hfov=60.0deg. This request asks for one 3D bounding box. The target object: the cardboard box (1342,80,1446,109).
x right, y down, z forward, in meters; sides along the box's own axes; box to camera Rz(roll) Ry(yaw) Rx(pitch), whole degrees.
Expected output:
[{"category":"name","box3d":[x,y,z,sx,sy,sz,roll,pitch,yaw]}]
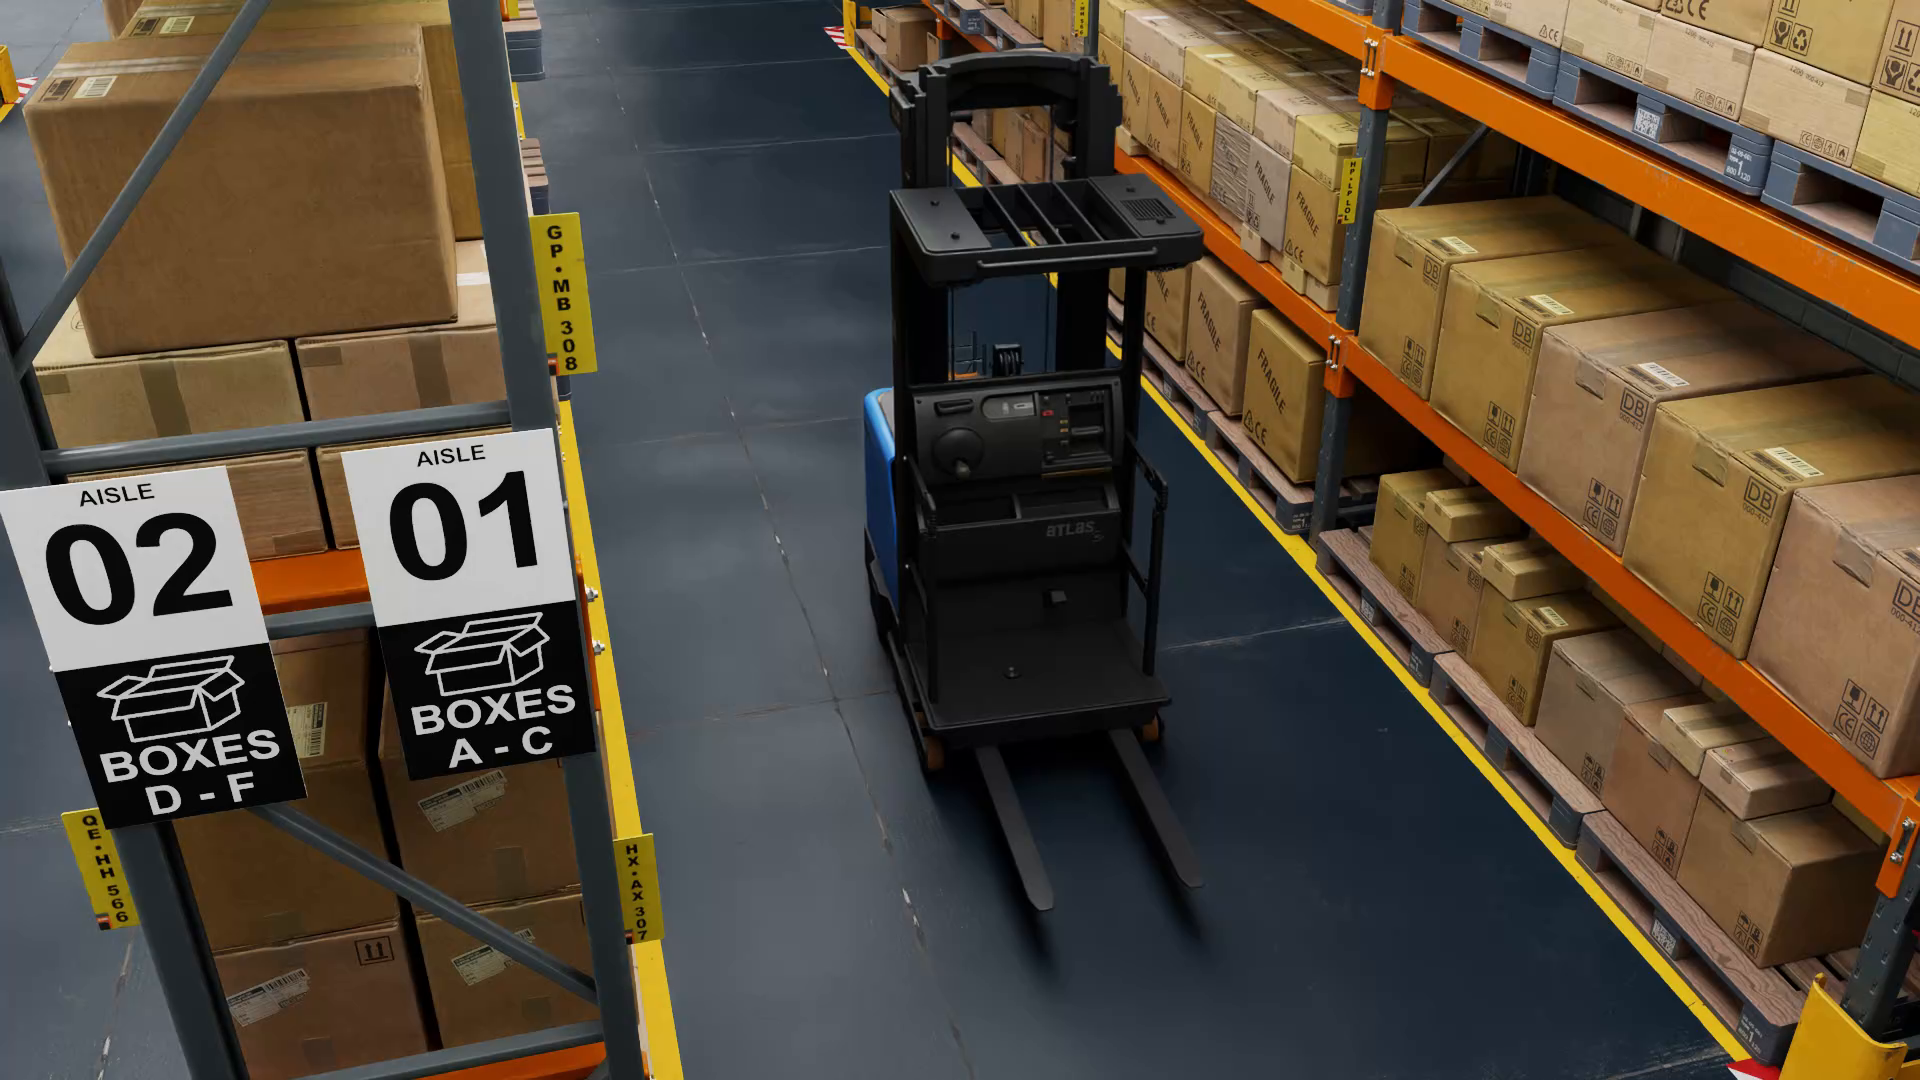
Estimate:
[{"category":"cardboard box","box3d":[2.409,-2.326,9.109,0.500,0.250,0.500,-7,31,-13]}]

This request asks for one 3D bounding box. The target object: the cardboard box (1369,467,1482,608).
[{"category":"cardboard box","box3d":[2.524,-0.037,8.396,0.700,0.500,0.500,-7,31,-13]}]

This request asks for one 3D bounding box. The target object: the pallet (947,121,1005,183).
[{"category":"pallet","box3d":[0.509,-3.594,15.248,1.003,0.211,1.213,-8,31,-13]}]

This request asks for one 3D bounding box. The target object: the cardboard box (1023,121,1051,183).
[{"category":"cardboard box","box3d":[0.938,-3.194,13.830,0.700,0.500,0.500,-8,31,-14]}]

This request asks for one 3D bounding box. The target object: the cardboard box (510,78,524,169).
[{"category":"cardboard box","box3d":[-1.568,-1.177,4.946,0.500,0.250,0.500,-8,31,-13]}]

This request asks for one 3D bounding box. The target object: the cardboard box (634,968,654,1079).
[{"category":"cardboard box","box3d":[-1.292,1.738,5.559,0.500,0.250,0.500,-8,31,-13]}]

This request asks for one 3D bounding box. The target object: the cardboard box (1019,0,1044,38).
[{"category":"cardboard box","box3d":[0.877,-4.302,13.150,0.700,0.500,0.500,-8,31,-13]}]

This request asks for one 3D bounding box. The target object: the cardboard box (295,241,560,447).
[{"category":"cardboard box","box3d":[-1.174,-0.452,3.694,0.500,0.250,0.500,-8,31,-13]}]

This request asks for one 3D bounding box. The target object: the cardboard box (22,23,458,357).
[{"category":"cardboard box","box3d":[-1.441,-0.740,3.442,0.700,0.500,0.500,-8,31,-13]}]

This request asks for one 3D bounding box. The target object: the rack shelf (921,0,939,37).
[{"category":"rack shelf","box3d":[-0.229,-5.831,17.048,1.077,0.370,4.000,-8,31,-13]}]

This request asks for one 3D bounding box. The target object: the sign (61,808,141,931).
[{"category":"sign","box3d":[-1.829,0.706,3.564,0.100,0.325,0.005,-8,31,-13]}]

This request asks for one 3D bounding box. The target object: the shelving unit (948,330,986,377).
[{"category":"shelving unit","box3d":[-0.004,-0.526,8.962,0.258,1.200,0.189,-8,31,-13]}]

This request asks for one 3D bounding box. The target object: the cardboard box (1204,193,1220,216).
[{"category":"cardboard box","box3d":[1.708,-2.087,10.092,0.380,0.149,0.250,-7,31,-12]}]

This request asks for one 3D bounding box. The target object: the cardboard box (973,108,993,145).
[{"category":"cardboard box","box3d":[0.513,-3.931,15.104,0.700,0.500,0.500,-7,31,-12]}]

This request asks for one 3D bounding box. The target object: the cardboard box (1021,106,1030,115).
[{"category":"cardboard box","box3d":[0.775,-3.793,14.116,0.500,0.250,0.500,-9,31,-15]}]

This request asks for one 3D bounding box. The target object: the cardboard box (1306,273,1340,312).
[{"category":"cardboard box","box3d":[2.062,-1.338,8.798,0.380,0.149,0.250,-8,31,-13]}]

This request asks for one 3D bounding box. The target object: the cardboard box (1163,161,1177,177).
[{"category":"cardboard box","box3d":[1.537,-2.463,10.741,0.380,0.149,0.250,-7,31,-12]}]

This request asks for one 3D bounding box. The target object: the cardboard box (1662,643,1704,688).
[{"category":"cardboard box","box3d":[3.161,0.460,6.890,0.380,0.149,0.250,-7,31,-13]}]

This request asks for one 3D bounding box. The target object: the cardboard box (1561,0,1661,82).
[{"category":"cardboard box","box3d":[2.619,-1.907,6.187,0.500,0.250,0.500,-9,31,-15]}]

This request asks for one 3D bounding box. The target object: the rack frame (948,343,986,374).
[{"category":"rack frame","box3d":[0.020,-0.482,8.885,0.240,1.200,0.006,-8,31,-13]}]

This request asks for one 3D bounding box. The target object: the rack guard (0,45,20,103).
[{"category":"rack guard","box3d":[-10.246,-4.679,16.834,1.175,0.500,0.348,-8,31,-13]}]

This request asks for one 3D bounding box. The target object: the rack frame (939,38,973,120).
[{"category":"rack frame","box3d":[0.301,-5.176,15.199,1.000,3.000,0.127,-8,31,-13]}]

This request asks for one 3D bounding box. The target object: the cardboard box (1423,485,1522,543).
[{"category":"cardboard box","box3d":[2.439,-0.129,7.906,0.380,0.149,0.250,-7,31,-12]}]

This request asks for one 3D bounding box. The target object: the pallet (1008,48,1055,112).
[{"category":"pallet","box3d":[1.071,-3.491,12.479,1.213,0.211,1.003,-8,31,-13]}]

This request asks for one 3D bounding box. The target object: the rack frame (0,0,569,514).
[{"category":"rack frame","box3d":[-1.289,-1.316,2.541,1.000,3.000,0.127,-8,31,-13]}]

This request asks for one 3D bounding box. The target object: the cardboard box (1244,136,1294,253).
[{"category":"cardboard box","box3d":[1.914,-1.928,9.169,0.500,0.500,0.500,-8,31,-13]}]

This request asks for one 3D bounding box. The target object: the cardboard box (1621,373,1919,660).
[{"category":"cardboard box","box3d":[3.138,-0.105,6.138,0.980,0.700,0.700,-8,31,-14]}]

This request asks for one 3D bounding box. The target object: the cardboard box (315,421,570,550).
[{"category":"cardboard box","box3d":[-1.180,-0.235,3.817,0.500,0.250,0.500,-8,31,-13]}]

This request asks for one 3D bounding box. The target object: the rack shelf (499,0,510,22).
[{"category":"rack shelf","box3d":[-1.819,-1.970,4.391,1.077,0.370,4.000,-8,31,-13]}]

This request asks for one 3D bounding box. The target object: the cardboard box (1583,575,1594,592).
[{"category":"cardboard box","box3d":[2.956,0.089,7.531,0.380,0.149,0.250,-8,31,-13]}]

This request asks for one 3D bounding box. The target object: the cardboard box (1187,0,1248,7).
[{"category":"cardboard box","box3d":[1.733,-3.565,11.249,0.500,0.250,0.500,-7,31,-12]}]

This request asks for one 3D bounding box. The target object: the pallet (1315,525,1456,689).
[{"category":"pallet","box3d":[2.551,0.272,8.569,1.003,0.211,1.213,-8,31,-13]}]

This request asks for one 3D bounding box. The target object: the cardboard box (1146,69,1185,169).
[{"category":"cardboard box","box3d":[1.506,-2.662,10.439,0.500,0.500,0.500,-8,31,-13]}]

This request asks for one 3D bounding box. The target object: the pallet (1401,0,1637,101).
[{"category":"pallet","box3d":[2.632,-2.176,7.109,1.003,0.211,1.213,-8,31,-13]}]

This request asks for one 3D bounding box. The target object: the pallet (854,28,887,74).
[{"category":"pallet","box3d":[-0.559,-5.467,18.485,1.003,0.211,1.213,-8,31,-13]}]

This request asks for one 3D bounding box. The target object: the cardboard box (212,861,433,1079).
[{"category":"cardboard box","box3d":[-1.670,1.057,4.330,0.500,0.500,0.500,-7,31,-12]}]

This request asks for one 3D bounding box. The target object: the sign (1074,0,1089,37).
[{"category":"sign","box3d":[0.842,-3.634,11.458,0.100,0.325,0.005,-8,31,-13]}]

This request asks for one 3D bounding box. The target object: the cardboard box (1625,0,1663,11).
[{"category":"cardboard box","box3d":[2.622,-2.228,5.993,0.500,0.500,0.500,-8,31,-13]}]

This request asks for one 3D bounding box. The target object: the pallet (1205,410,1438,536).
[{"category":"pallet","box3d":[2.147,-0.468,9.848,1.003,0.211,1.213,-8,31,-13]}]

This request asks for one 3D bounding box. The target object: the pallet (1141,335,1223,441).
[{"category":"pallet","box3d":[1.820,-1.058,10.868,1.003,0.211,1.213,-8,31,-13]}]

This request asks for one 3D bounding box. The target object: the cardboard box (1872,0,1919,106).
[{"category":"cardboard box","box3d":[3.029,-1.481,4.701,0.500,0.500,0.500,-8,31,-13]}]

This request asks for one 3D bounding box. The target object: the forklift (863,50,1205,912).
[{"category":"forklift","box3d":[0.307,-0.434,7.075,1.130,2.935,3.031,-6,31,-11]}]

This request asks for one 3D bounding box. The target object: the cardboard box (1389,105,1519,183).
[{"category":"cardboard box","box3d":[2.554,-2.074,8.674,0.500,0.250,0.500,-7,31,-12]}]

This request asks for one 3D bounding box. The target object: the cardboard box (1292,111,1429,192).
[{"category":"cardboard box","box3d":[2.054,-2.009,8.562,0.500,0.250,0.500,-7,31,-12]}]

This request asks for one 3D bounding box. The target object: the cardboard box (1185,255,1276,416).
[{"category":"cardboard box","box3d":[1.888,-1.289,10.210,0.750,0.750,0.750,-7,31,-12]}]

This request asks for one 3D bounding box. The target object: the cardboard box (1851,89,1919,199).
[{"category":"cardboard box","box3d":[3.036,-1.157,4.891,0.500,0.250,0.500,-7,31,-12]}]

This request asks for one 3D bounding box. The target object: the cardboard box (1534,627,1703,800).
[{"category":"cardboard box","box3d":[2.937,0.710,7.104,0.700,0.500,0.500,-9,31,-15]}]

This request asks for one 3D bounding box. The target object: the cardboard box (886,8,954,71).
[{"category":"cardboard box","box3d":[-0.366,-5.234,17.355,0.700,0.500,0.500,-10,31,-16]}]

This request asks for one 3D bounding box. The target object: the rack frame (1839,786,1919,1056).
[{"category":"rack frame","box3d":[3.483,0.620,5.185,0.949,2.616,0.053,-8,31,-13]}]

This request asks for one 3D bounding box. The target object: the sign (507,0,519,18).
[{"category":"sign","box3d":[-1.829,-2.250,6.632,0.100,0.325,0.005,-8,31,-13]}]

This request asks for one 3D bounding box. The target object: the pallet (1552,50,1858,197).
[{"category":"pallet","box3d":[2.952,-1.588,6.093,1.003,0.211,1.213,-8,31,-13]}]

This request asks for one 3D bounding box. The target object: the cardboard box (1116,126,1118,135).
[{"category":"cardboard box","box3d":[1.286,-2.832,11.378,0.380,0.149,0.250,-7,31,-13]}]

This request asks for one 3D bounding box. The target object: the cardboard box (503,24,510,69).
[{"category":"cardboard box","box3d":[-1.959,-1.903,6.199,0.500,0.250,0.500,-8,31,-13]}]

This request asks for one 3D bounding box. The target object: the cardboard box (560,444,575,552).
[{"category":"cardboard box","box3d":[-1.426,0.061,5.053,0.500,0.500,0.500,-7,31,-13]}]

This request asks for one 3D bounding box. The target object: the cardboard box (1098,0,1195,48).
[{"category":"cardboard box","box3d":[1.243,-3.482,11.106,0.500,0.250,0.500,-7,31,-12]}]

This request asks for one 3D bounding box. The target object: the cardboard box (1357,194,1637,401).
[{"category":"cardboard box","box3d":[2.553,-1.178,7.991,0.980,0.700,0.700,-7,31,-13]}]

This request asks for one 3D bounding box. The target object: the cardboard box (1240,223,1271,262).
[{"category":"cardboard box","box3d":[1.820,-1.708,9.437,0.380,0.149,0.250,-8,31,-13]}]

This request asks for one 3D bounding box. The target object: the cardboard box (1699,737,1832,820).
[{"category":"cardboard box","box3d":[2.994,0.876,6.170,0.380,0.149,0.250,-8,31,-14]}]

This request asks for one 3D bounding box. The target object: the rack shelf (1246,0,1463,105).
[{"category":"rack shelf","box3d":[1.894,-3.265,9.621,1.077,0.370,4.000,-8,31,-13]}]
